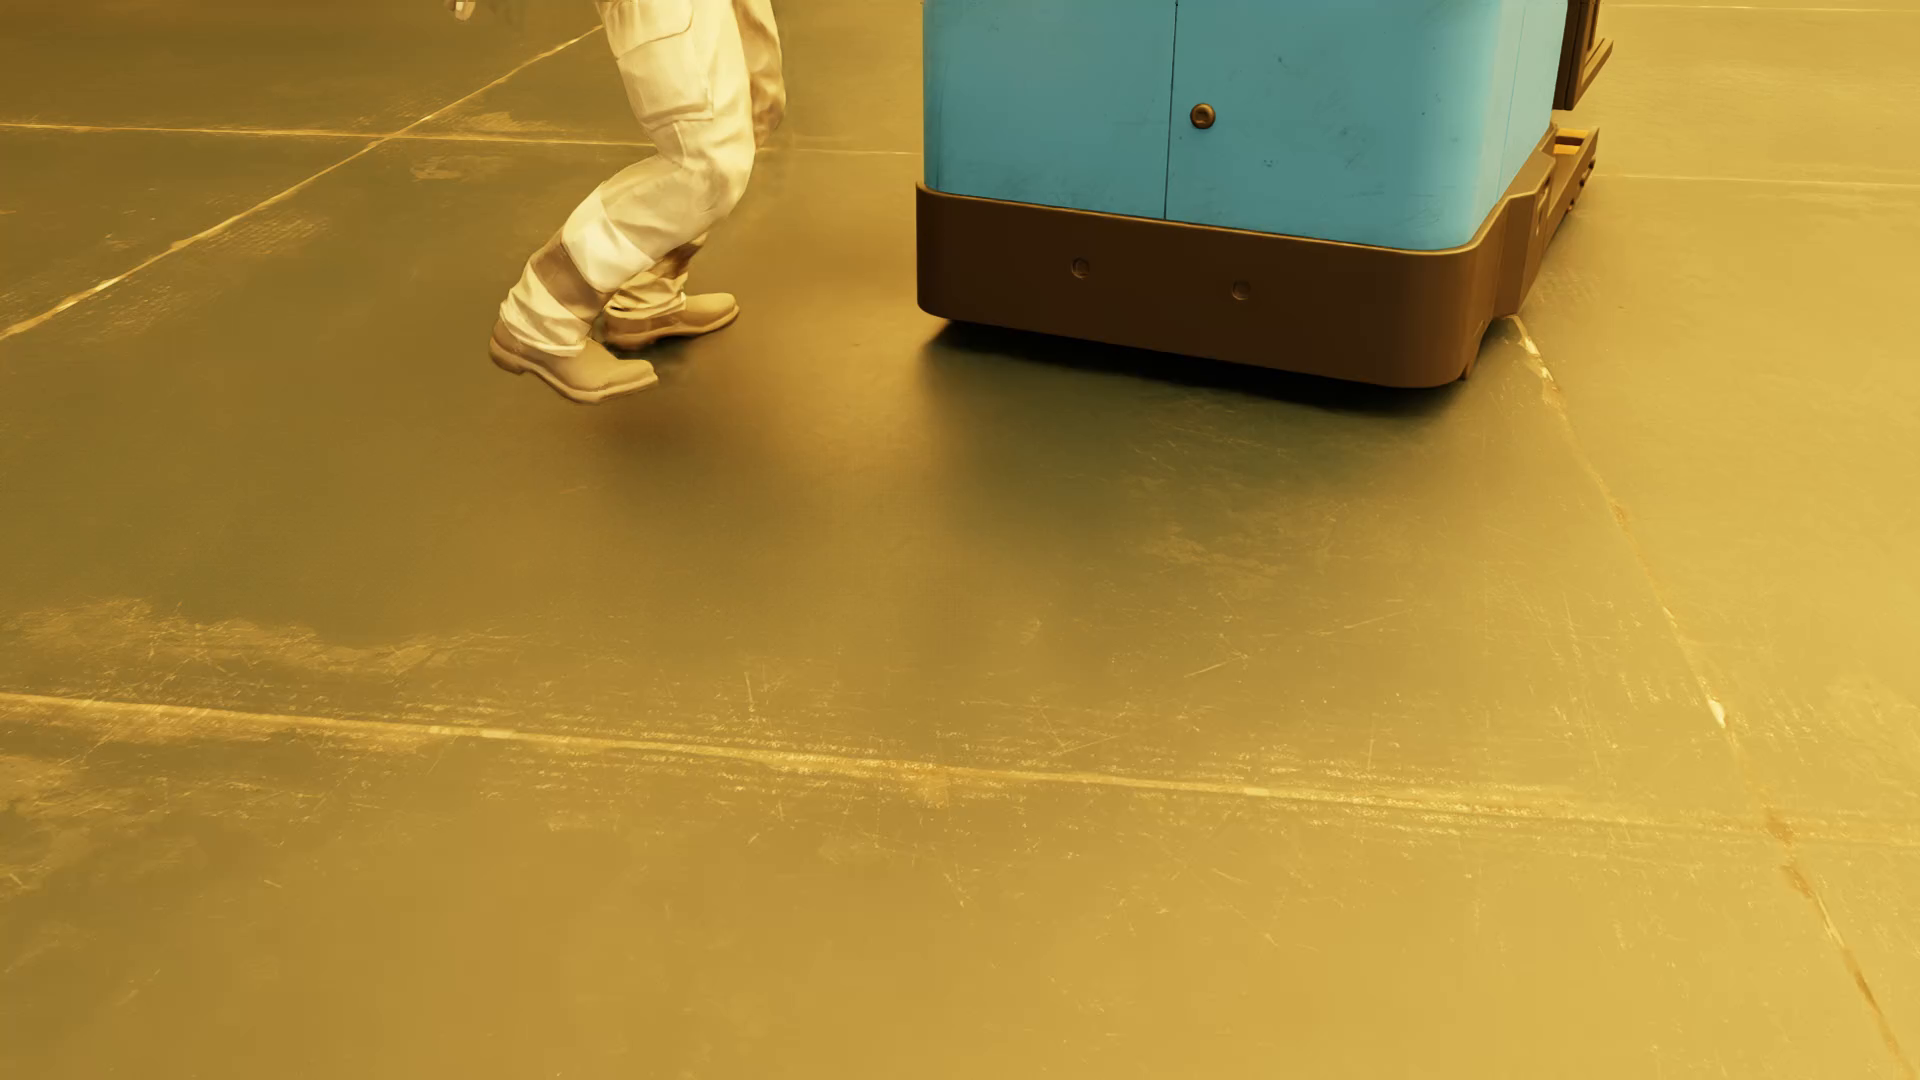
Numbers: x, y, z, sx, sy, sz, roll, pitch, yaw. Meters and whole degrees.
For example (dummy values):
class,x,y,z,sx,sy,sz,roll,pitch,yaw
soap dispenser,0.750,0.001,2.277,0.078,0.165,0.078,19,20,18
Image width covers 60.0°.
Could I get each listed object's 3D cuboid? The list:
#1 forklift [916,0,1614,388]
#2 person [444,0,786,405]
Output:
class,x,y,z,sx,sy,sz,roll,pitch,yaw
forklift,1.000,-2.202,3.632,1.130,2.935,3.031,12,29,22
person,-0.538,-1.035,2.687,0.490,1.692,0.923,5,27,9
